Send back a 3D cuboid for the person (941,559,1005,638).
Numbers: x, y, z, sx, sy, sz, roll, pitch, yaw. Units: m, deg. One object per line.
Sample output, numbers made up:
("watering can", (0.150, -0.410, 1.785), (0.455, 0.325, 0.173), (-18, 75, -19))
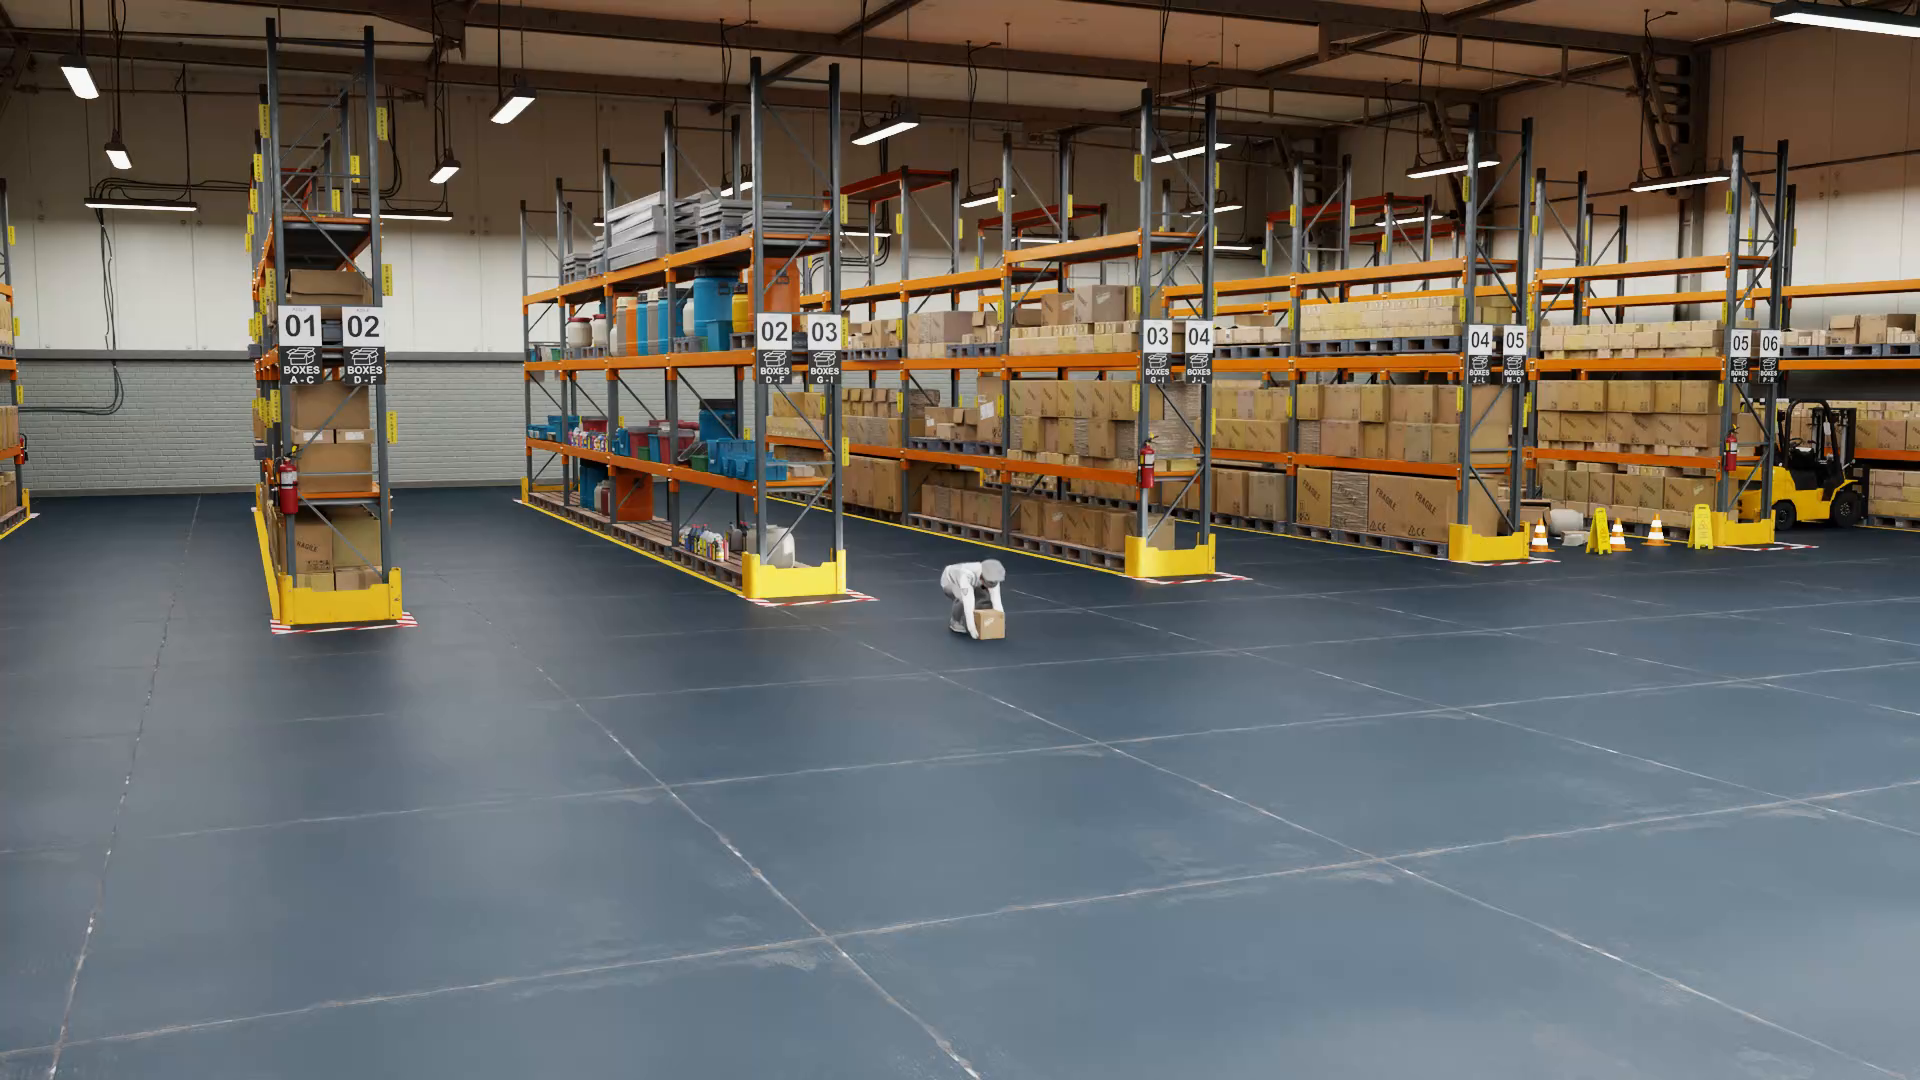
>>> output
("person", (0.136, 0.542, 16.247), (0.441, 0.769, 0.909), (-3, 6, -25))
